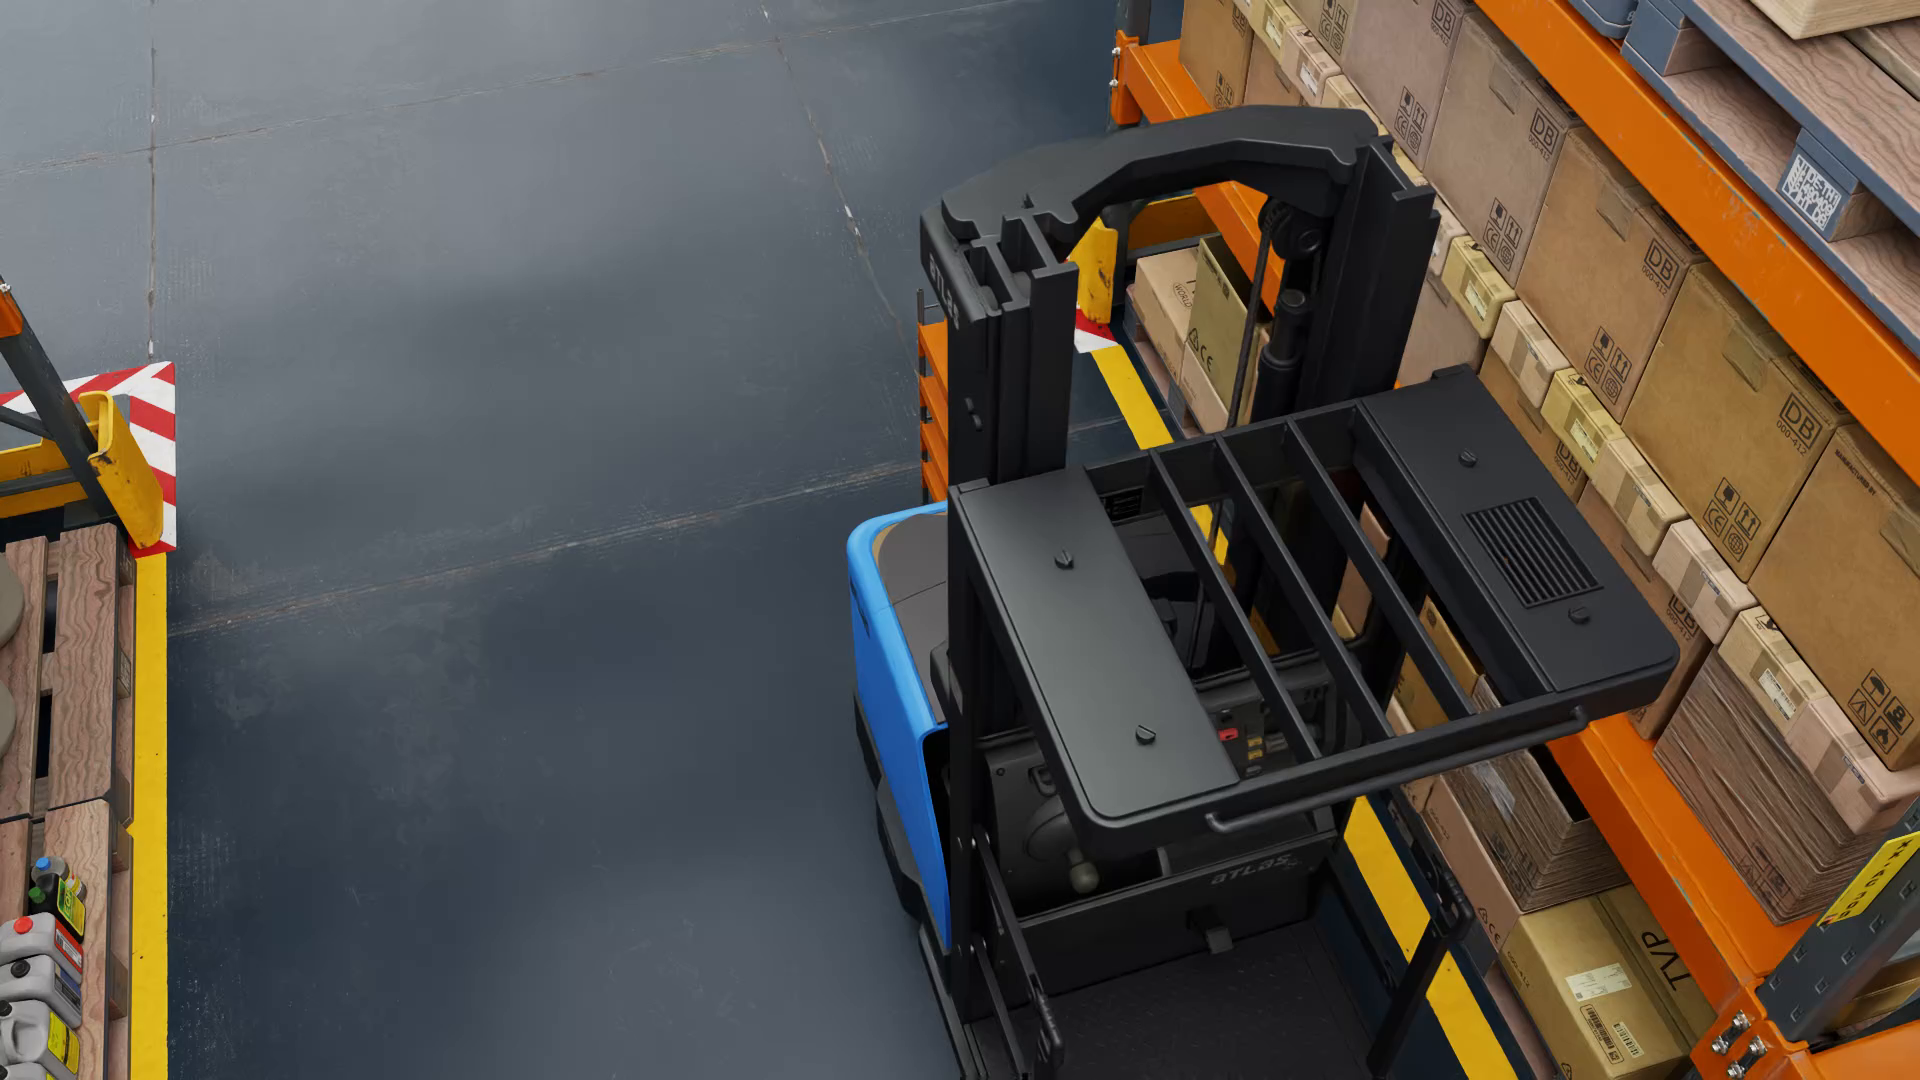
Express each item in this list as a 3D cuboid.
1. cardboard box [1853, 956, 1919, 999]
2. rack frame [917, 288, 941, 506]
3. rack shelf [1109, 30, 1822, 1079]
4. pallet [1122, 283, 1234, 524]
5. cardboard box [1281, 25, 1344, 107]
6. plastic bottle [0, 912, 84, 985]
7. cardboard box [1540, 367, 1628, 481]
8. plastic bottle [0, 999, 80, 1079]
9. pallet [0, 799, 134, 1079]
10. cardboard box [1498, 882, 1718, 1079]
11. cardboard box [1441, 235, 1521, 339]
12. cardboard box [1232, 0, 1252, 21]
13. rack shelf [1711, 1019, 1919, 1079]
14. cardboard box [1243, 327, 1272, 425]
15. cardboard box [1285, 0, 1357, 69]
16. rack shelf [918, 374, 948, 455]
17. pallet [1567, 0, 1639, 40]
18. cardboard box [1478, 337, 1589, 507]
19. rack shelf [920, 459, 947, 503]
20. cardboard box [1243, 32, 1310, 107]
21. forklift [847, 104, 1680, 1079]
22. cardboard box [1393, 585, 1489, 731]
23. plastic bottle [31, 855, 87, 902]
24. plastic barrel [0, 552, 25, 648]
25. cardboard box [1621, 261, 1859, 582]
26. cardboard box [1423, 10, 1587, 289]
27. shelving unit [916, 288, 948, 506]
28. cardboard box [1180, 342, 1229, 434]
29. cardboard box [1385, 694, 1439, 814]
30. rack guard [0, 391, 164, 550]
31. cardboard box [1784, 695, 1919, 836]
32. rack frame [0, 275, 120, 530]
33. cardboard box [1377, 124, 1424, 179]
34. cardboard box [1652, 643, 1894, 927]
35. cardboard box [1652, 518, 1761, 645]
[{"bbox_3d":[2.412,0.916,4.549,0.500,0.500,0.500,-13,51,-11],"label":"cardboard box"},{"bbox_3d":[-0.023,-0.444,5.840,0.240,1.200,0.015,-13,51,-11],"label":"rack frame"},{"bbox_3d":[1.658,-0.412,5.106,1.077,0.370,4.000,-13,51,-11],"label":"rack shelf"},{"bbox_3d":[1.333,-0.657,6.666,1.003,0.211,1.213,-13,51,-11],"label":"pallet"},{"bbox_3d":[1.203,-1.452,5.022,0.380,0.149,0.250,-14,51,-12],"label":"cardboard box"},{"bbox_3d":[-2.656,1.181,4.786,0.152,0.276,0.135,-13,51,-11],"label":"plastic bottle"},{"bbox_3d":[1.666,-0.319,4.067,0.380,0.149,0.250,-14,51,-11],"label":"cardboard box"},{"bbox_3d":[-2.562,1.378,4.571,0.144,0.351,0.185,-11,51,-9],"label":"plastic bottle"},{"bbox_3d":[-3.006,1.440,4.898,1.003,0.211,1.213,-13,51,-11],"label":"pallet"},{"bbox_3d":[1.904,1.278,4.734,0.500,0.250,0.500,-13,51,-11],"label":"cardboard box"},{"bbox_3d":[1.509,-0.696,4.385,0.380,0.149,0.250,-12,51,-10],"label":"cardboard box"},{"bbox_3d":[1.058,-1.819,5.332,0.380,0.149,0.250,-15,51,-12],"label":"cardboard box"},{"bbox_3d":[2.841,2.509,2.643,1.077,0.370,4.000,-13,51,-11],"label":"rack shelf"},{"bbox_3d":[1.323,-0.427,5.681,0.500,0.500,0.500,-13,51,-11],"label":"cardboard box"},{"bbox_3d":[1.369,-1.790,4.883,0.700,0.500,0.500,-15,51,-12],"label":"cardboard box"},{"bbox_3d":[0.049,-0.367,5.570,0.258,0.148,0.480,-13,51,-11],"label":"rack shelf"},{"bbox_3d":[1.616,-1.628,3.757,1.003,0.211,1.213,-13,51,-11],"label":"pallet"},{"bbox_3d":[1.806,-0.290,4.467,0.700,0.500,0.500,-13,51,-10],"label":"cardboard box"},{"bbox_3d":[0.049,-0.094,5.893,0.258,0.148,0.480,-13,51,-11],"label":"rack shelf"},{"bbox_3d":[1.353,-1.411,5.412,0.700,0.500,0.500,-12,51,-10],"label":"cardboard box"},{"bbox_3d":[0.585,0.660,3.777,1.130,2.935,3.031,-14,51,-11],"label":"forklift"},{"bbox_3d":[1.616,0.304,5.065,0.500,0.500,0.500,-13,51,-11],"label":"cardboard box"},{"bbox_3d":[-2.704,1.015,4.975,0.097,0.201,0.097,0,50,0],"label":"plastic bottle"},{"bbox_3d":[-3.398,0.142,5.521,0.421,0.512,0.421,0,50,0],"label":"plastic barrel"},{"bbox_3d":[1.962,-0.325,3.649,0.700,0.500,0.500,-13,51,-11],"label":"cardboard box"},{"bbox_3d":[1.667,-1.056,4.265,0.700,0.500,0.500,-13,51,-11],"label":"cardboard box"},{"bbox_3d":[0.049,-0.266,5.689,0.258,1.200,0.503,-13,51,-11],"label":"shelving unit"},{"bbox_3d":[1.164,-0.548,6.274,0.500,0.250,0.500,-13,51,-11],"label":"cardboard box"},{"bbox_3d":[1.604,0.549,5.349,0.500,0.250,0.500,-13,51,-11],"label":"cardboard box"},{"bbox_3d":[-3.598,-0.137,6.039,1.175,0.500,0.348,-13,51,-11],"label":"rack guard"},{"bbox_3d":[1.965,0.425,3.440,0.380,0.149,0.250,-13,51,-11],"label":"cardboard box"},{"bbox_3d":[-3.666,-0.988,5.121,1.000,3.000,0.127,-13,51,-11],"label":"rack frame"},{"bbox_3d":[1.360,-1.071,4.701,0.380,0.149,0.250,-14,51,-11],"label":"cardboard box"},{"bbox_3d":[2.113,0.462,3.834,0.700,0.500,0.500,-15,51,-12],"label":"cardboard box"},{"bbox_3d":[1.814,0.053,3.754,0.380,0.149,0.250,-15,51,-12],"label":"cardboard box"}]
